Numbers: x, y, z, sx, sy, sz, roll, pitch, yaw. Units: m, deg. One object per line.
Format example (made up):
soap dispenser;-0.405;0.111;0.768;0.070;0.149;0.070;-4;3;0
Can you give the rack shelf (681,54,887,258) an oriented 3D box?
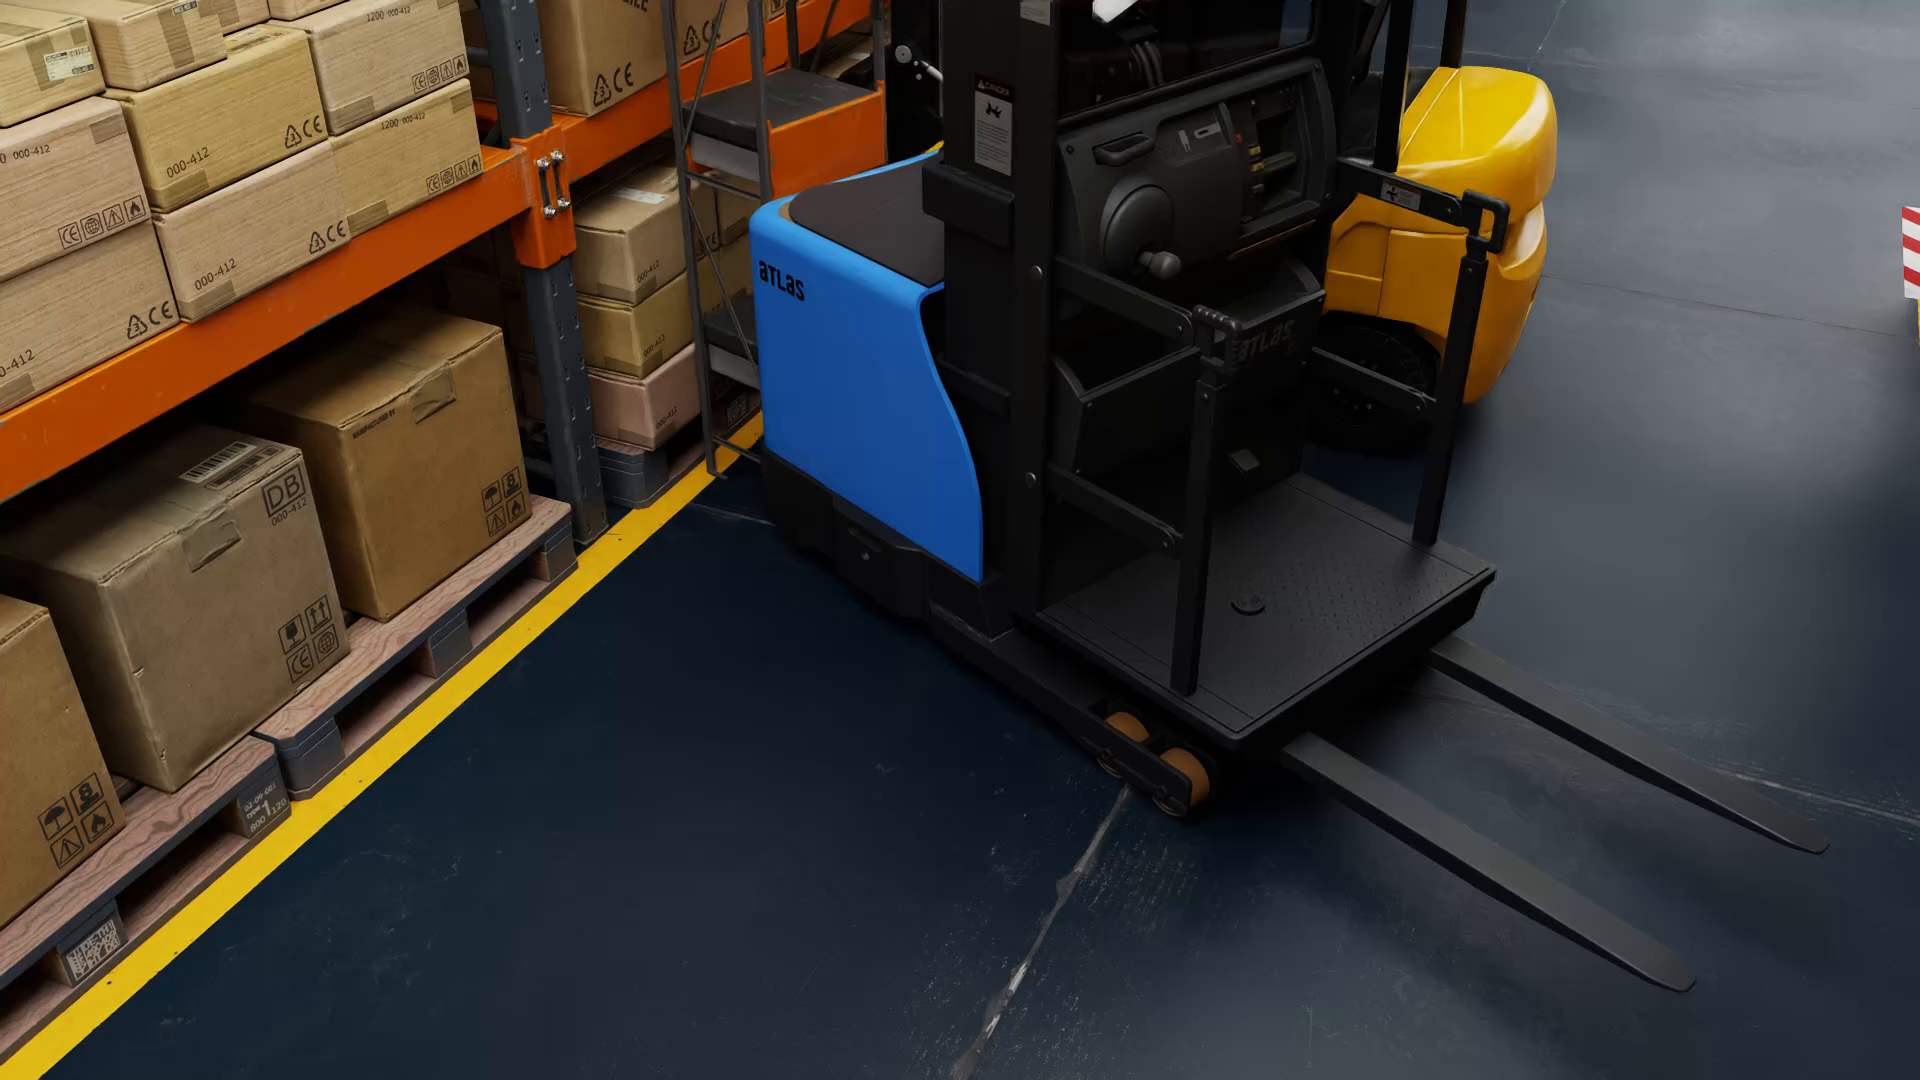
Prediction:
rack shelf;-0.538;-1.129;5.074;0.431;0.518;0.480;25;41;33

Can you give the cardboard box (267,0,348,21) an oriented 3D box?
cardboard box;-1.629;-1.332;3.863;0.380;0.149;0.250;14;36;20

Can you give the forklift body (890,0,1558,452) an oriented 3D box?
forklift body;0.941;-1.647;5.800;2.313;2.155;1.214;14;36;20

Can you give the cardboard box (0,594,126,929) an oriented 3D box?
cardboard box;-2.449;0.467;3.585;0.875;0.625;0.625;13;35;19

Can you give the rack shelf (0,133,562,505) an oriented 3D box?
rack shelf;-2.433;-0.076;3.286;1.077;0.370;4.000;14;36;20

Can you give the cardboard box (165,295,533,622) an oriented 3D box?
cardboard box;-1.805;-0.293;4.744;0.875;0.625;0.625;16;36;23

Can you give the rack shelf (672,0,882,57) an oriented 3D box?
rack shelf;-0.540;-1.716;4.692;0.431;0.518;0.480;25;41;33

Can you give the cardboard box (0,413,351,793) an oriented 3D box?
cardboard box;-2.136;0.092;4.157;0.875;0.625;0.625;14;36;20

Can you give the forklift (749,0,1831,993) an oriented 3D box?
forklift;0.733;-0.849;3.871;1.130;2.935;3.031;-26;41;-34

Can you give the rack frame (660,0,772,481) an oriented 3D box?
rack frame;-0.697;-1.039;4.911;0.400;2.100;0.015;25;41;33

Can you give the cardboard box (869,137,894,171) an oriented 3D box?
cardboard box;-0.472;-1.528;6.513;0.500;0.250;0.500;14;36;20

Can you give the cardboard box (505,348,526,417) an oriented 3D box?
cardboard box;-1.577;-0.687;5.686;0.500;0.250;0.500;15;36;21

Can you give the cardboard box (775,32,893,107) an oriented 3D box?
cardboard box;-0.462;-1.748;6.393;0.500;0.250;0.500;13;36;20

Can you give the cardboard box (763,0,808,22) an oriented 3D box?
cardboard box;-0.760;-2.091;5.613;0.500;0.500;0.500;14;36;20

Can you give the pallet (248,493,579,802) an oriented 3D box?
pallet;-1.869;0.169;4.799;1.003;0.211;1.213;14;36;20

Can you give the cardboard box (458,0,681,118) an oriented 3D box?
cardboard box;-1.174;-1.576;4.826;0.500;0.500;0.500;13;35;19

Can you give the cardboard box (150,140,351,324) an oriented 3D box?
cardboard box;-1.775;-0.747;3.791;0.500;0.250;0.500;14;36;20

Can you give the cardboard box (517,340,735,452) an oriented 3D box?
cardboard box;-1.094;-0.563;5.498;0.500;0.250;0.500;15;36;21

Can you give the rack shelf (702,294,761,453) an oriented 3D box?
rack shelf;-0.536;-0.542;5.456;0.431;0.518;0.480;25;41;33

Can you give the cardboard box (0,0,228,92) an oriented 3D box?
cardboard box;-1.769;-1.061;3.449;0.380;0.149;0.250;13;35;19

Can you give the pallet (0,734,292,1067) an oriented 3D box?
pallet;-2.379;0.779;3.869;1.003;0.211;1.213;14;36;20

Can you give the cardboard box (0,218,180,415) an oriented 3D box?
cardboard box;-2.011;-0.507;3.424;0.500;0.250;0.500;14;36;21

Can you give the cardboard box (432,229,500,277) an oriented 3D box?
cardboard box;-1.566;-1.106;5.414;0.500;0.250;0.500;15;36;21

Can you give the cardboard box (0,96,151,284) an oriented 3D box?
cardboard box;-1.998;-0.705;3.270;0.500;0.250;0.500;15;36;21

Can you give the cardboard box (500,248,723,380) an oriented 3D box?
cardboard box;-1.114;-0.778;5.369;0.500;0.250;0.500;14;36;20

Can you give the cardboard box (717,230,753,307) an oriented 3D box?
cardboard box;-0.905;-1.029;5.752;0.500;0.250;0.500;14;36;20

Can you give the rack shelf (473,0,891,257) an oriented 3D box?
rack shelf;-0.760;-2.068;6.324;1.077;0.370;4.000;14;36;20

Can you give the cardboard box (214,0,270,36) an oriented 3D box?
cardboard box;-1.780;-1.222;3.696;0.380;0.149;0.250;14;36;20

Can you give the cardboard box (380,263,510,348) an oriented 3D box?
cardboard box;-1.579;-0.897;5.551;0.500;0.250;0.500;13;36;19

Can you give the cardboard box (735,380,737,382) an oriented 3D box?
cardboard box;-0.895;-0.820;5.889;0.500;0.250;0.500;13;36;19

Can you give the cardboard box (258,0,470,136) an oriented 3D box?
cardboard box;-1.570;-1.216;4.050;0.500;0.250;0.500;13;36;19

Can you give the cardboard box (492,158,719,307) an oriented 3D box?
cardboard box;-1.109;-0.986;5.230;0.500;0.250;0.500;14;36;20

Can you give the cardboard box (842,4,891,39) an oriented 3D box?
cardboard box;-0.243;-1.999;6.775;0.500;0.250;0.500;15;36;21

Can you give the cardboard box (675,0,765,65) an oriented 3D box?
cardboard box;-0.971;-1.839;5.228;0.500;0.500;0.500;15;36;21

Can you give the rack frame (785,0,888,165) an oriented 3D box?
rack frame;-0.379;-1.242;5.221;0.400;2.100;0.015;25;41;33

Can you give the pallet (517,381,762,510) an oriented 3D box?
pallet;-1.226;-0.593;5.962;1.003;0.211;1.213;14;36;20

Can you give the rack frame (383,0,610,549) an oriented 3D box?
rack frame;-1.597;-1.373;4.608;1.000;3.000;0.127;14;36;20

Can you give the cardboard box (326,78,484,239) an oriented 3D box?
cardboard box;-1.570;-0.999;4.175;0.500;0.250;0.500;15;36;22

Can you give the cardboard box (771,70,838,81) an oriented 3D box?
cardboard box;-0.688;-1.488;5.997;0.500;0.250;0.500;15;36;22

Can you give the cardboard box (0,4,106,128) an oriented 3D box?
cardboard box;-1.936;-0.945;3.272;0.380;0.149;0.250;13;36;19

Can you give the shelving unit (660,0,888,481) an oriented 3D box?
shelving unit;-0.538;-1.141;5.066;0.431;2.100;0.503;25;41;33

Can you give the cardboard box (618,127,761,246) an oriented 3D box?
cardboard box;-0.886;-1.238;5.615;0.500;0.250;0.500;14;36;21

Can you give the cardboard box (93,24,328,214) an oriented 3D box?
cardboard box;-1.779;-0.958;3.656;0.500;0.250;0.500;13;36;19
